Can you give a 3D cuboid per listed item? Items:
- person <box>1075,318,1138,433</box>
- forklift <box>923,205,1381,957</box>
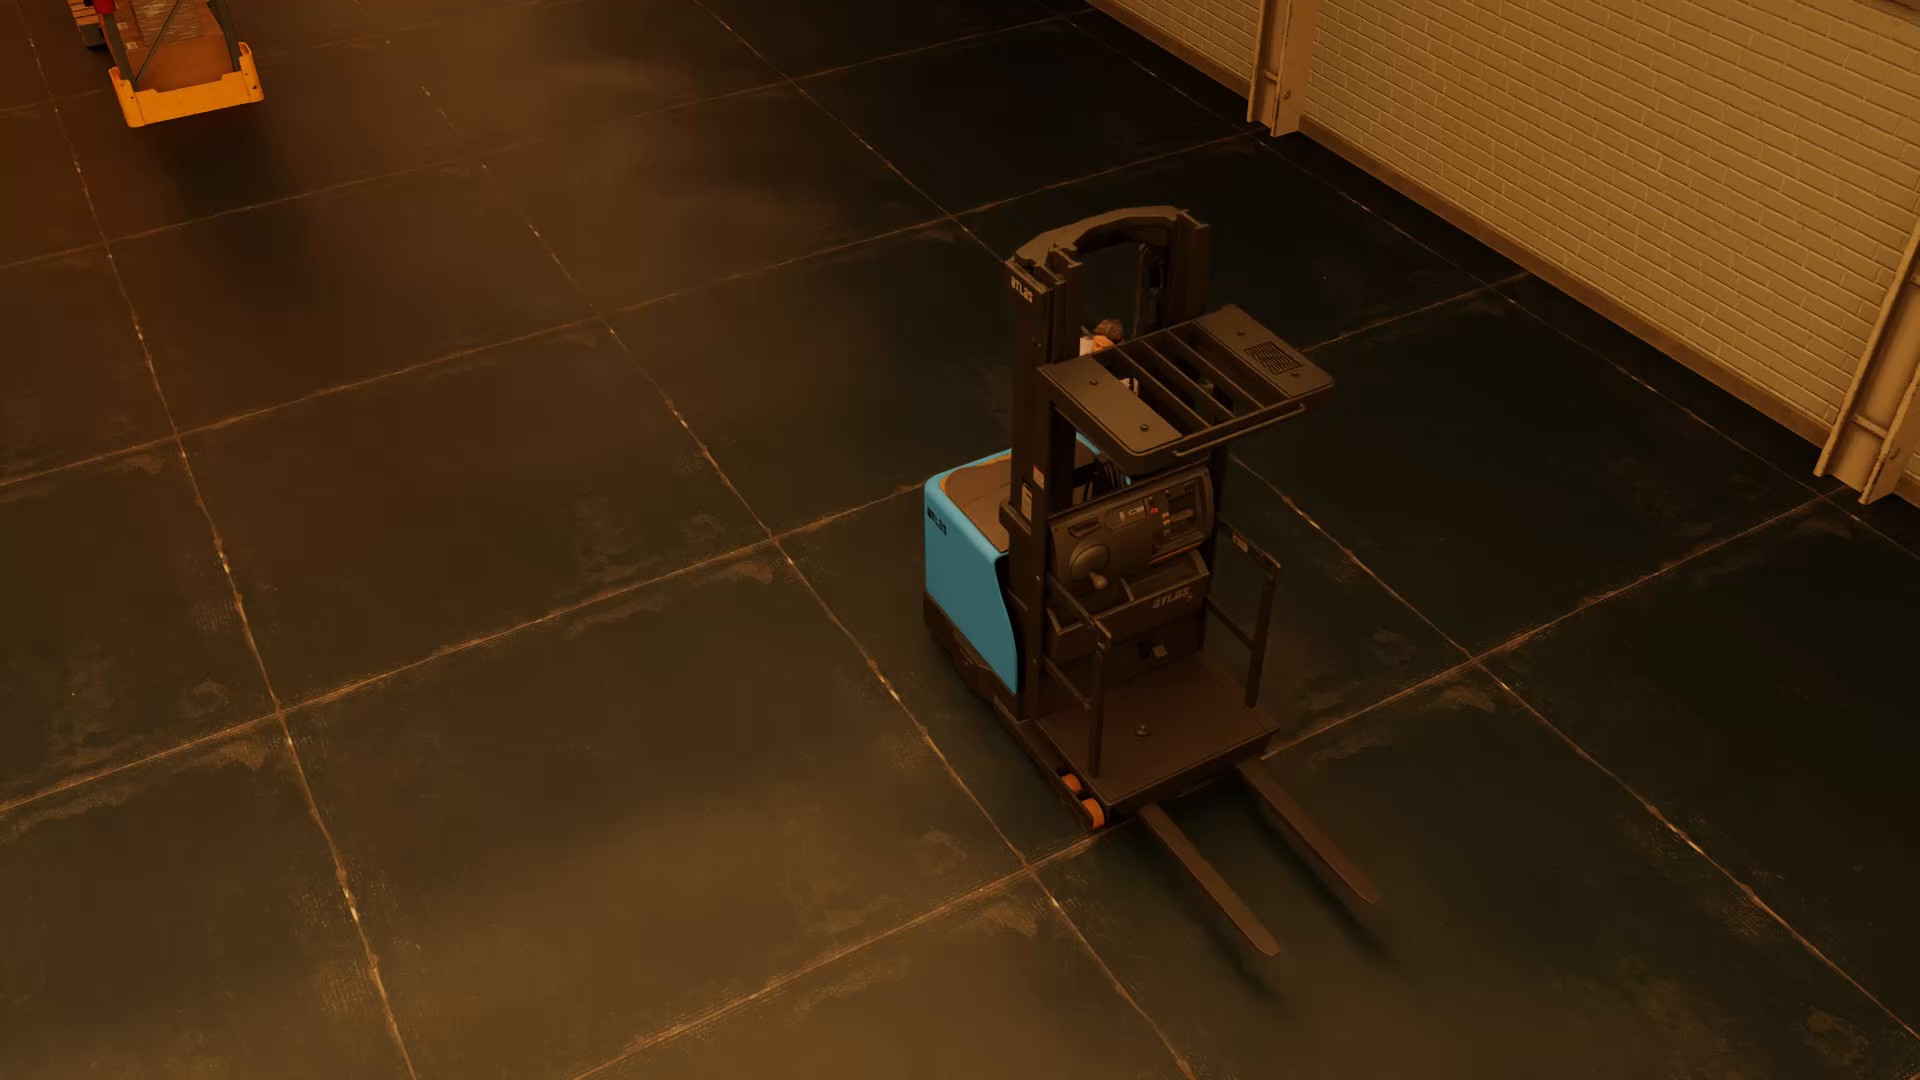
[{"bbox_3d":[0.856,-0.691,9.968,0.476,1.631,0.840,-26,46,-28],"label":"person"},{"bbox_3d":[0.960,0.022,8.009,1.130,2.935,3.031,-20,44,-23],"label":"forklift"}]
